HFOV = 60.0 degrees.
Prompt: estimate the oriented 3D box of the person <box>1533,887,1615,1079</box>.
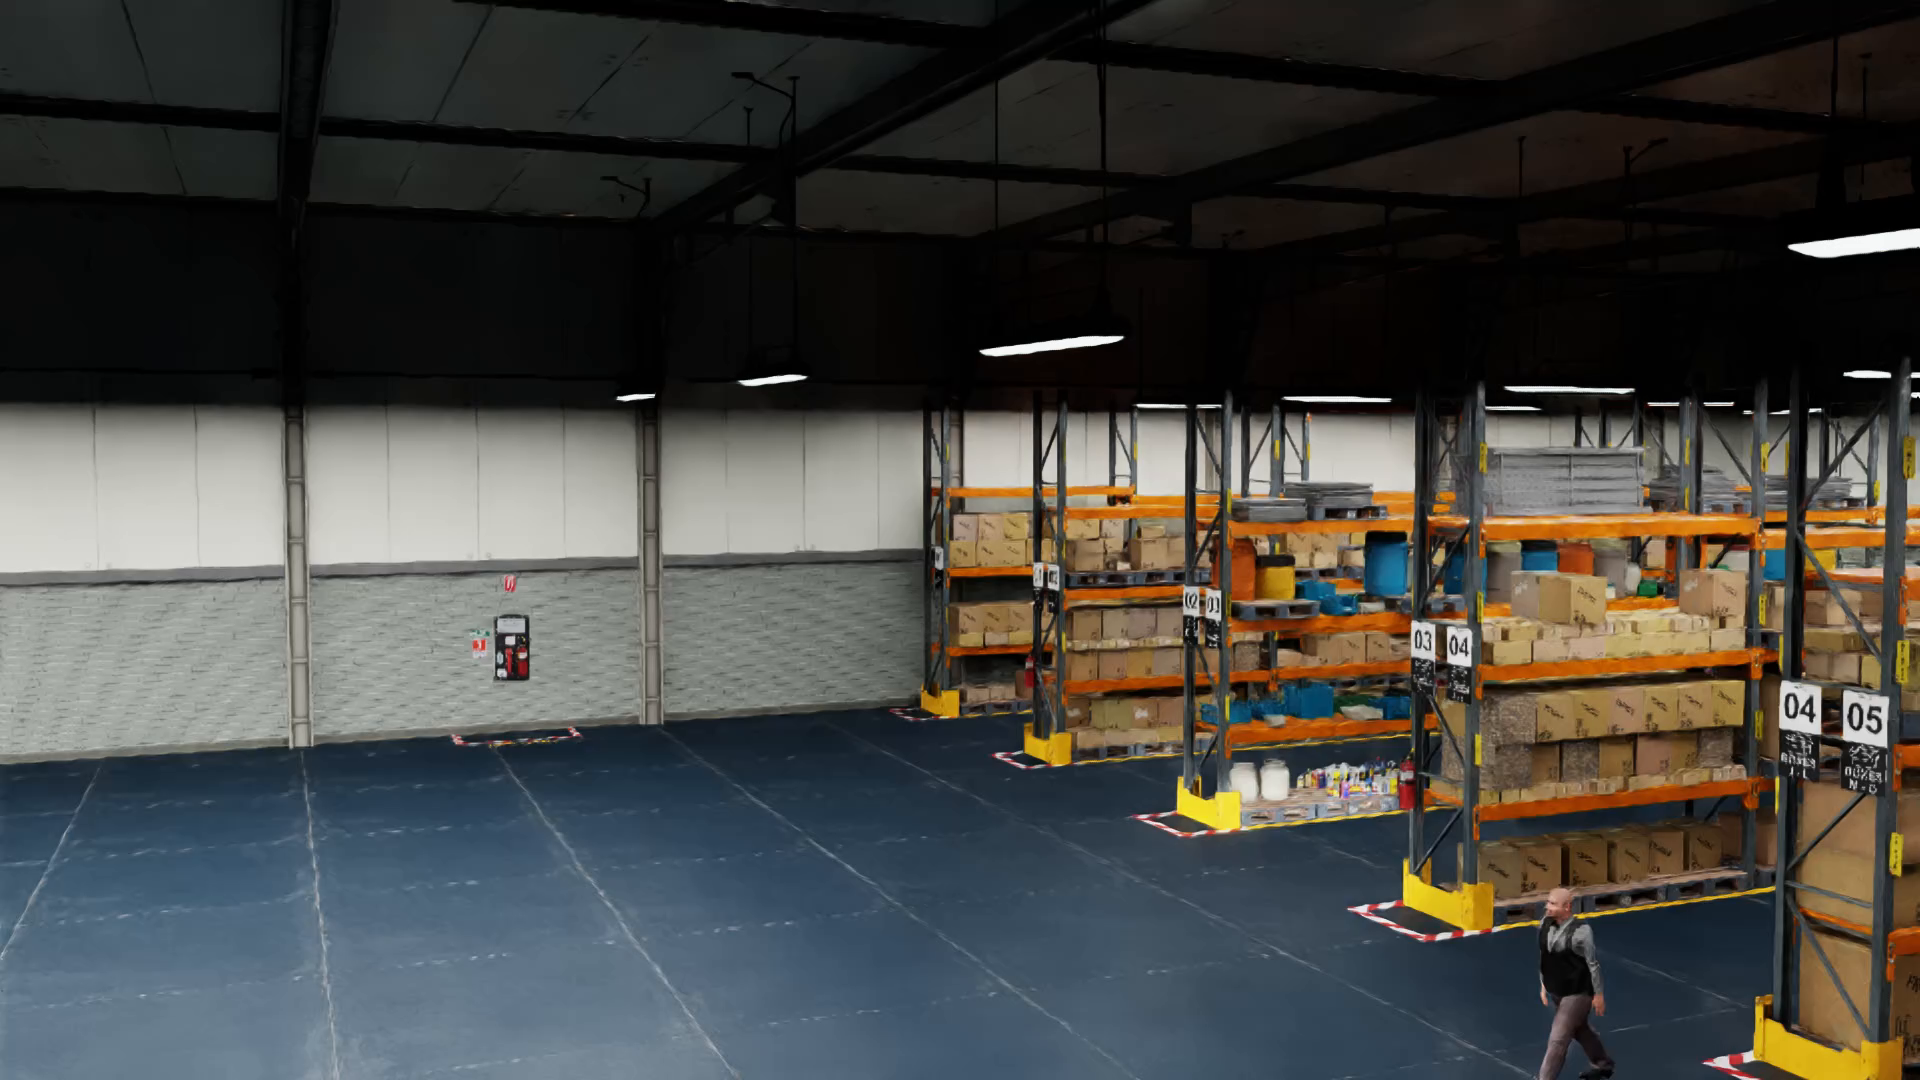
[{"bbox_3d":[4.771,3.555,13.153,1.115,1.647,0.543,-1,4,-20],"label":"person"}]
